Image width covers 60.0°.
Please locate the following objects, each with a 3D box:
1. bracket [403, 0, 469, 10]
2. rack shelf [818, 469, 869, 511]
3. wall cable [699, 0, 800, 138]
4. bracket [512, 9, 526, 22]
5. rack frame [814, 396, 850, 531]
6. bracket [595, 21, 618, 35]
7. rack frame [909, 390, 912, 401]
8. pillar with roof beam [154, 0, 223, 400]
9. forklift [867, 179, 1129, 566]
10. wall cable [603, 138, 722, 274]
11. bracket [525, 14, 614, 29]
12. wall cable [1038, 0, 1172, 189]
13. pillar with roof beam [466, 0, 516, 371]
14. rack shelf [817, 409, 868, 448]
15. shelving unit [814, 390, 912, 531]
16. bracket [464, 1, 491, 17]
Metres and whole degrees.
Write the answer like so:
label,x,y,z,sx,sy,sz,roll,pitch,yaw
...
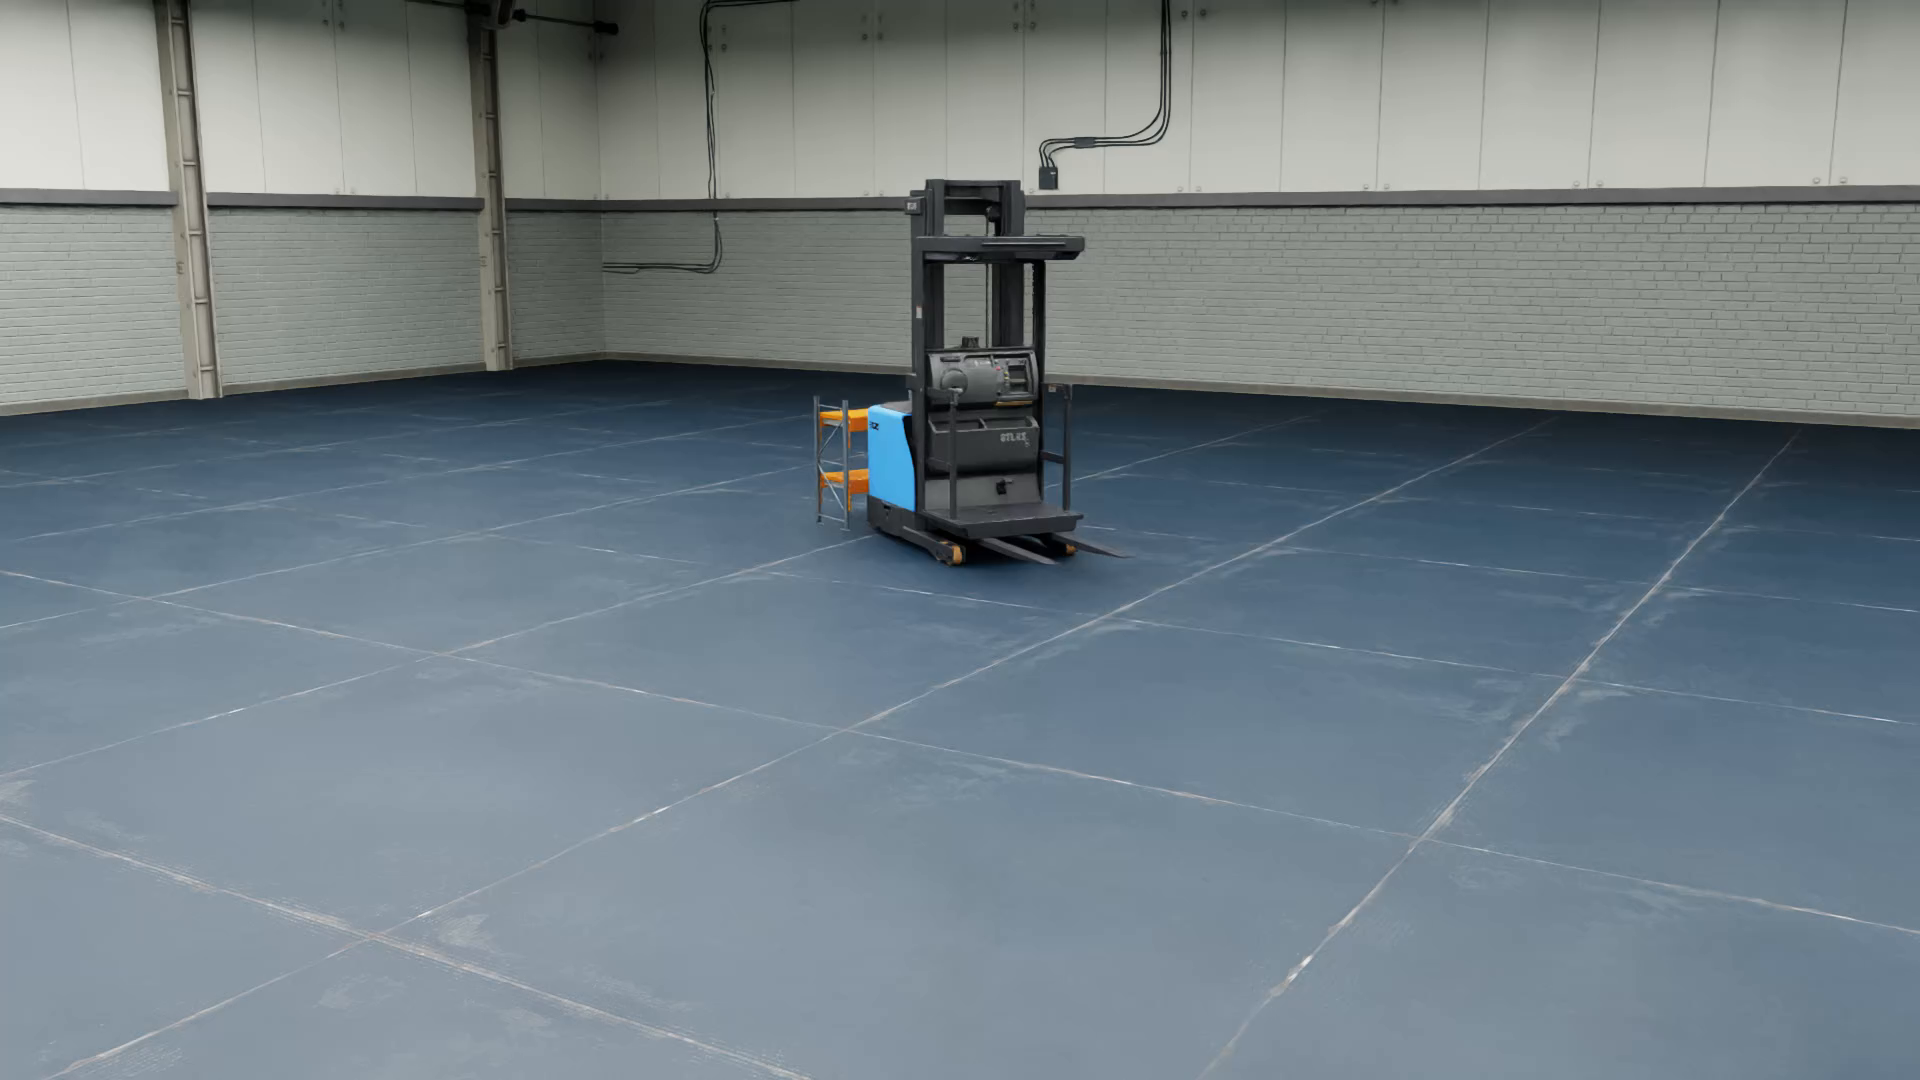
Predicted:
label,x,y,z,sx,sy,sz,roll,pitch,yaw
bracket,-9.716,-8.812,26.704,0.076,0.066,4.783,6,12,31
rack shelf,-0.704,-0.482,14.713,1.000,0.278,0.538,-8,13,-36
wall cable,-3.494,-8.582,29.970,3.097,2.526,0.112,6,12,31
bracket,-7.947,-9.348,29.566,0.235,0.232,0.430,6,12,31
rack frame,-1.109,-0.665,14.365,0.032,1.125,0.500,-8,13,-36
bracket,-6.717,-9.721,31.557,0.235,0.232,0.430,6,12,31
rack frame,-0.300,-0.778,14.970,0.032,1.125,0.500,-8,13,-36
pillar with roof beam,-7.902,-6.193,22.492,9.100,9.000,0.400,6,12,31
forklift,0.282,-1.328,12.999,1.130,2.935,3.031,-5,12,-25
wall cable,-5.807,-6.358,31.815,3.097,2.526,0.112,6,12,31
bracket,-7.024,-9.628,31.061,0.076,0.066,3.189,6,12,31
wall cable,2.299,-8.647,26.359,2.305,6.003,0.169,6,12,31
pillar with roof beam,-4.787,-7.136,27.533,9.100,9.000,0.548,6,12,31
rack shelf,-0.704,-1.010,14.614,1.000,0.278,0.538,-8,13,-36
shelving unit,-0.704,-0.722,14.668,1.048,1.125,0.538,-8,13,-36
bracket,-8.378,-9.218,28.868,0.235,0.232,0.430,6,12,31
